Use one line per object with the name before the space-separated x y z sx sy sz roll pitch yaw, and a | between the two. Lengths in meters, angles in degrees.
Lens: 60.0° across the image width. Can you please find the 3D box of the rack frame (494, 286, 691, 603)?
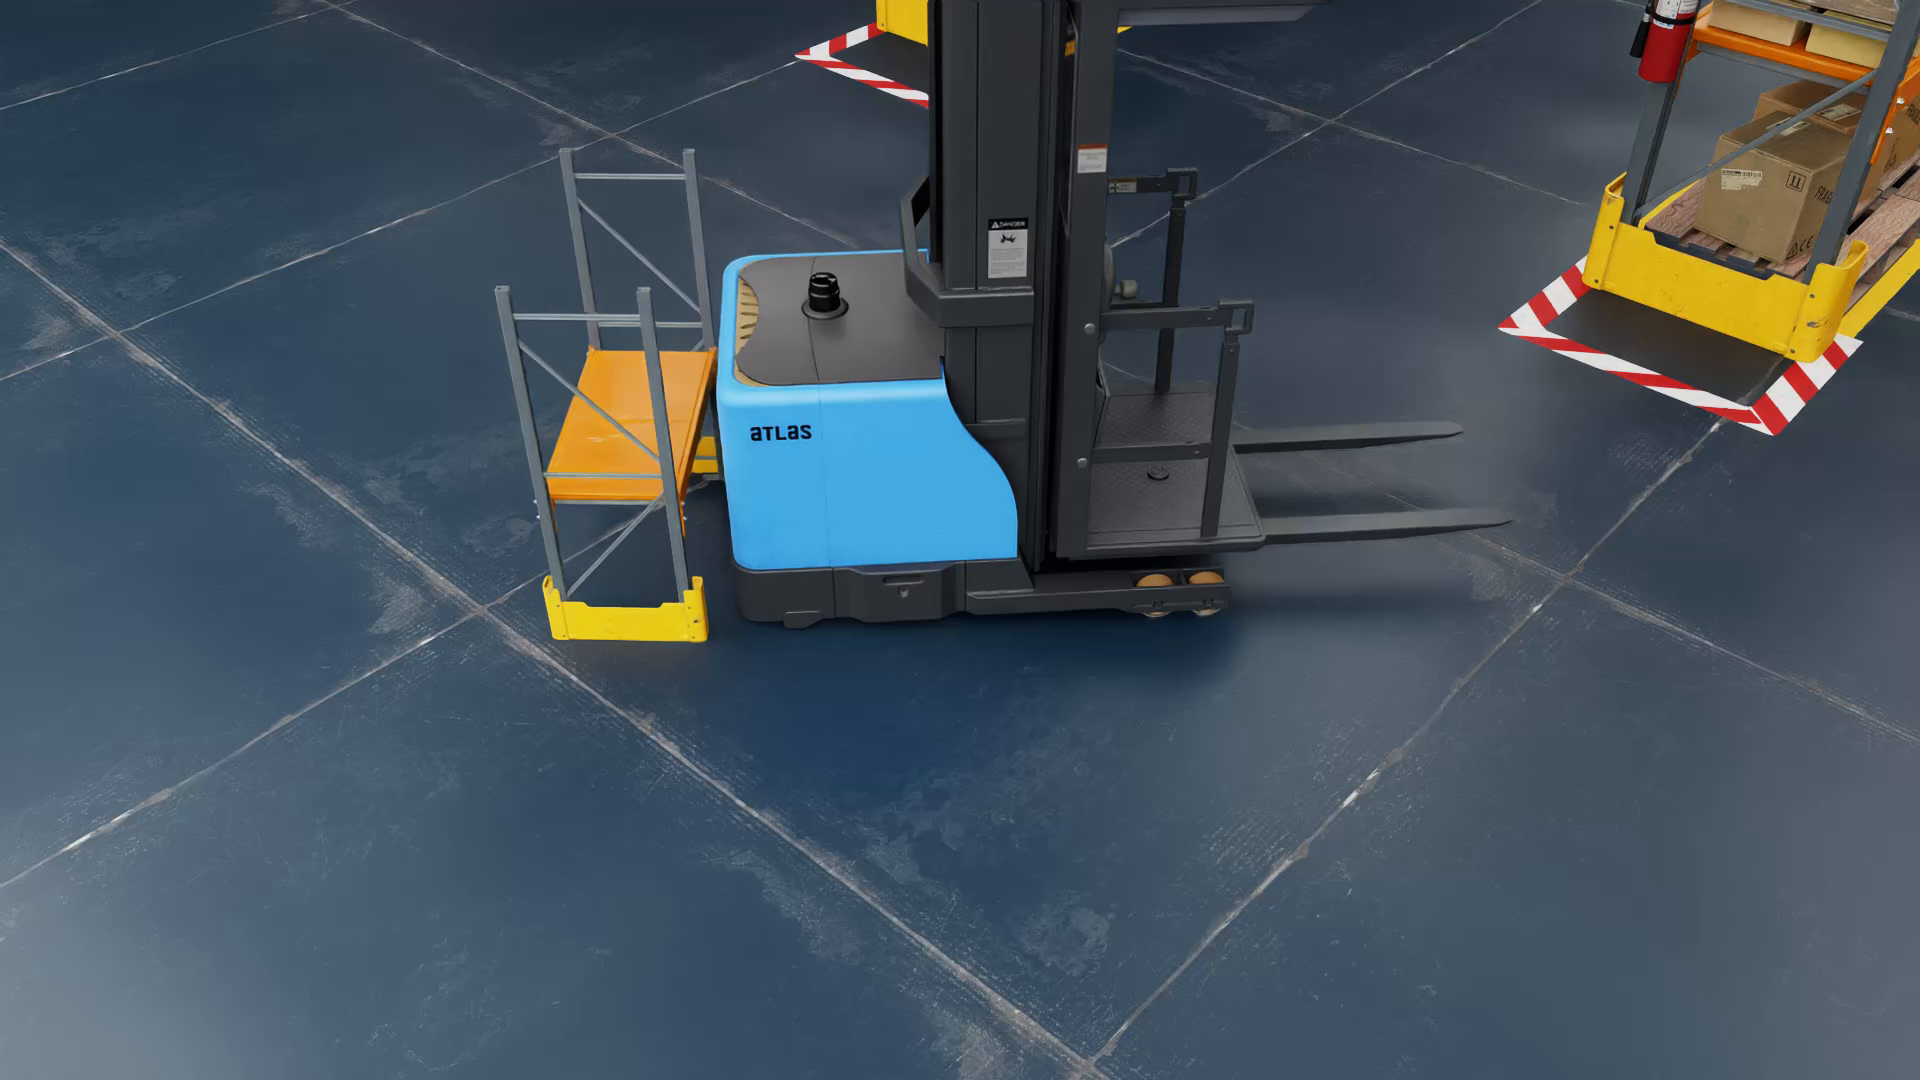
rack frame | -1.248 -0.222 5.824 0.500 1.500 0.032 1 38 1

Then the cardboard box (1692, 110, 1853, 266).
cardboard box | 4.042 -1.742 8.202 0.500 0.500 0.500 -25 45 -28

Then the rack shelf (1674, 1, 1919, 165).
rack shelf | 4.957 -2.914 8.582 1.077 0.370 4.000 30 47 32

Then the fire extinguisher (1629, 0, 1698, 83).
fire extinguisher | 3.191 -2.387 7.404 0.296 0.674 0.183 30 47 32

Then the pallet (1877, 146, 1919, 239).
pallet | 5.057 -2.136 9.267 1.003 0.211 1.213 30 47 32

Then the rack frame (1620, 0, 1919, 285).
rack frame | 3.608 -2.277 7.203 1.000 3.000 0.127 30 47 32

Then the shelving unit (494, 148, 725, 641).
shelving unit | -1.240 -0.544 6.229 0.587 1.500 1.083 1 38 1

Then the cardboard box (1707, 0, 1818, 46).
cardboard box | 3.648 -2.396 7.555 0.380 0.149 0.250 30 47 32

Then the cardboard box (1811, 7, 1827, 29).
cardboard box | 3.817 -2.510 7.699 0.380 0.149 0.250 30 47 32

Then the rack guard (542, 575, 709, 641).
rack guard | -1.248 0.255 6.228 0.587 0.250 0.087 1 38 1

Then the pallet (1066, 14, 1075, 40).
pallet | 0.521 -3.690 11.221 1.003 0.211 1.213 30 47 32

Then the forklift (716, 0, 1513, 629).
forklift | 0.622 -1.179 5.878 3.031 2.935 1.130 -3 39 -4

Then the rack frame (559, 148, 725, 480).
rack frame | -1.232 -0.855 6.620 0.500 1.500 0.032 1 38 1

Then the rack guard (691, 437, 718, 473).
rack guard | -1.232 -0.365 7.008 0.587 0.250 0.087 1 38 1

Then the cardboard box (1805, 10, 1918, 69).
cardboard box | 3.976 -2.209 7.320 0.380 0.149 0.250 30 47 32

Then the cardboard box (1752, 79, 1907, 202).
cardboard box | 4.420 -2.031 8.566 0.500 0.500 0.500 -22 43 -25

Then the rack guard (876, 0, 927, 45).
rack guard | -0.031 -3.433 10.665 1.175 0.500 0.348 30 47 32

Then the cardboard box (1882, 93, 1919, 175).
cardboard box | 4.856 -2.311 8.917 0.500 0.500 0.500 -29 47 -32

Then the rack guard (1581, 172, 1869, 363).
rack guard | 3.659 -1.333 8.025 1.175 0.500 0.348 30 47 32

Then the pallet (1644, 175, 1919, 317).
pallet | 4.234 -1.578 8.565 1.003 0.211 1.213 30 47 32

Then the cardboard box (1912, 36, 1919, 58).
cardboard box | 4.159 -2.316 7.454 0.380 0.149 0.250 30 47 32

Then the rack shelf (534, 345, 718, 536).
rack shelf | -1.240 -0.398 6.334 0.538 0.185 1.000 1 38 1
